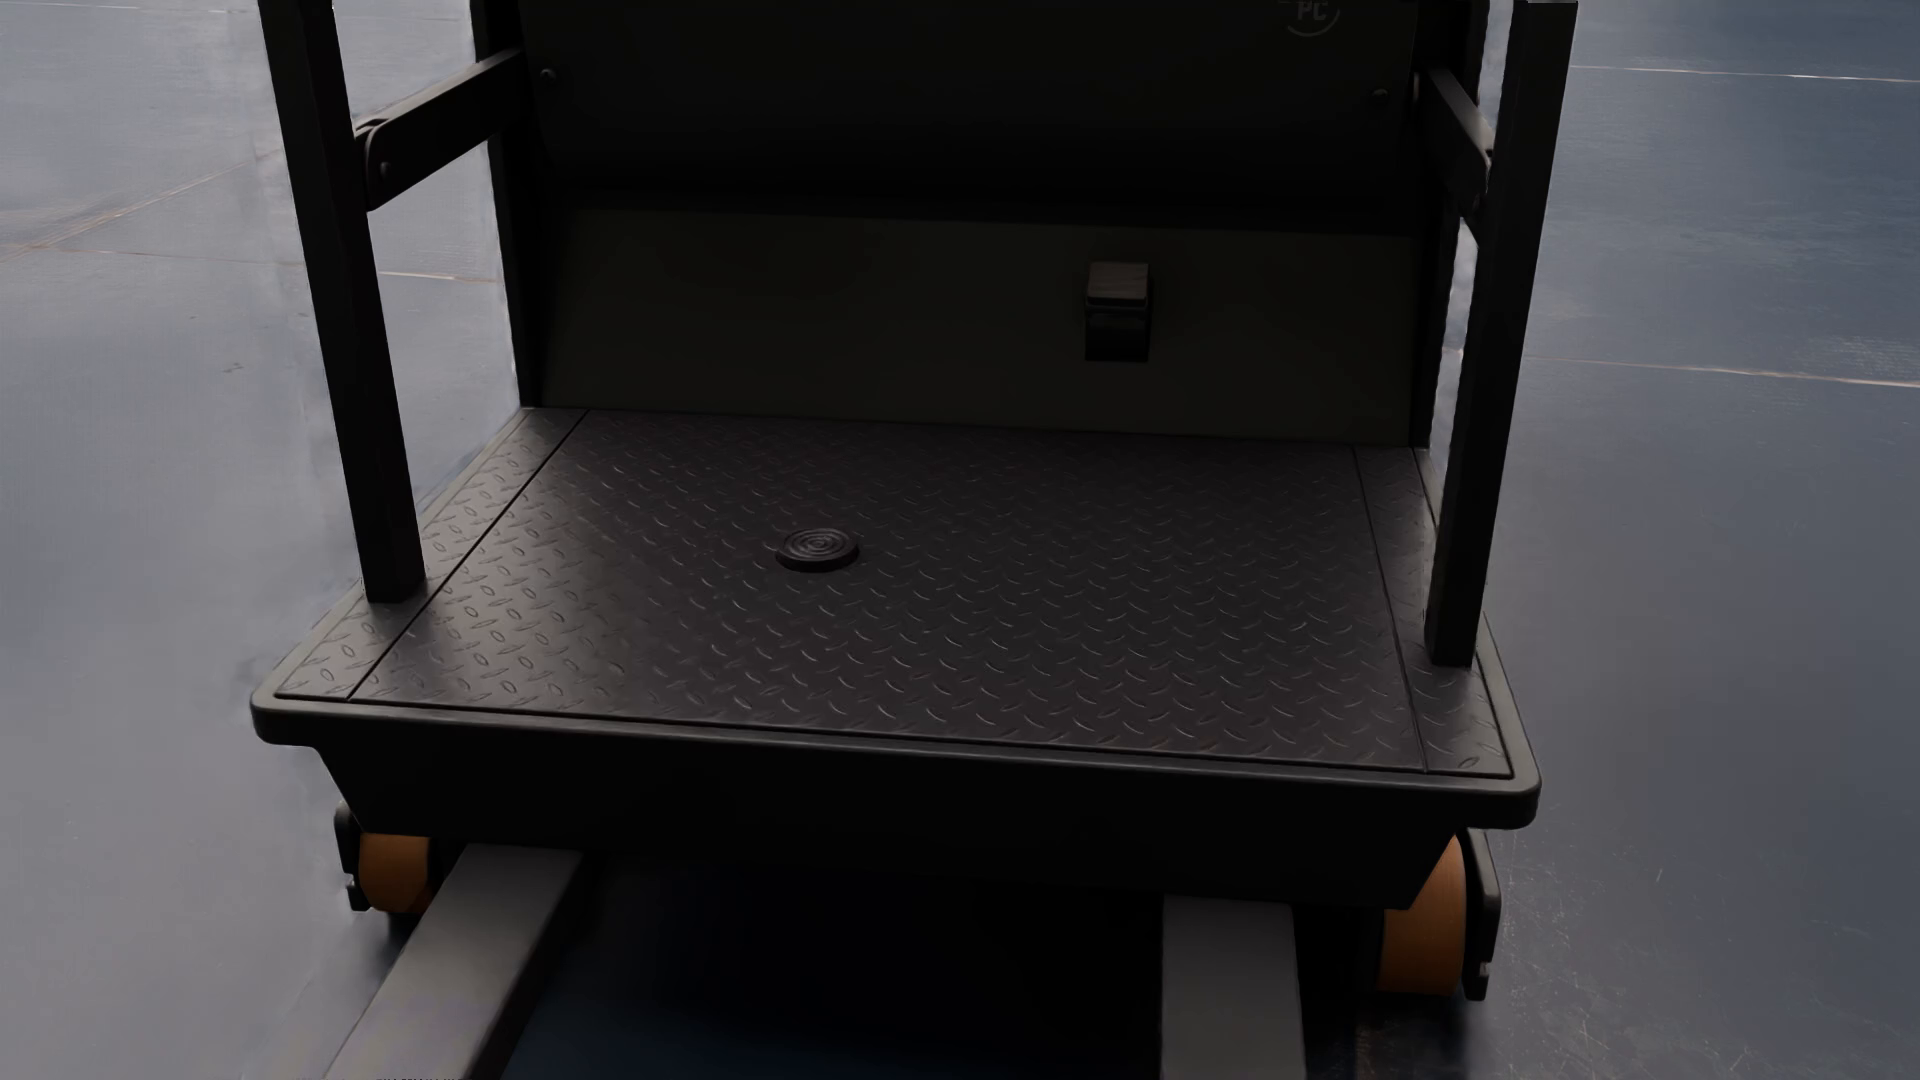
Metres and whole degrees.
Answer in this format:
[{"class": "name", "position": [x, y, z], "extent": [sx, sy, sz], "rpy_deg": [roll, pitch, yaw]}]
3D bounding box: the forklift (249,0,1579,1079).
[{"class": "forklift", "position": [-0.022, -1.031, 1.289], "extent": [1.130, 2.935, 3.031], "rpy_deg": [3, 27, 6]}]
